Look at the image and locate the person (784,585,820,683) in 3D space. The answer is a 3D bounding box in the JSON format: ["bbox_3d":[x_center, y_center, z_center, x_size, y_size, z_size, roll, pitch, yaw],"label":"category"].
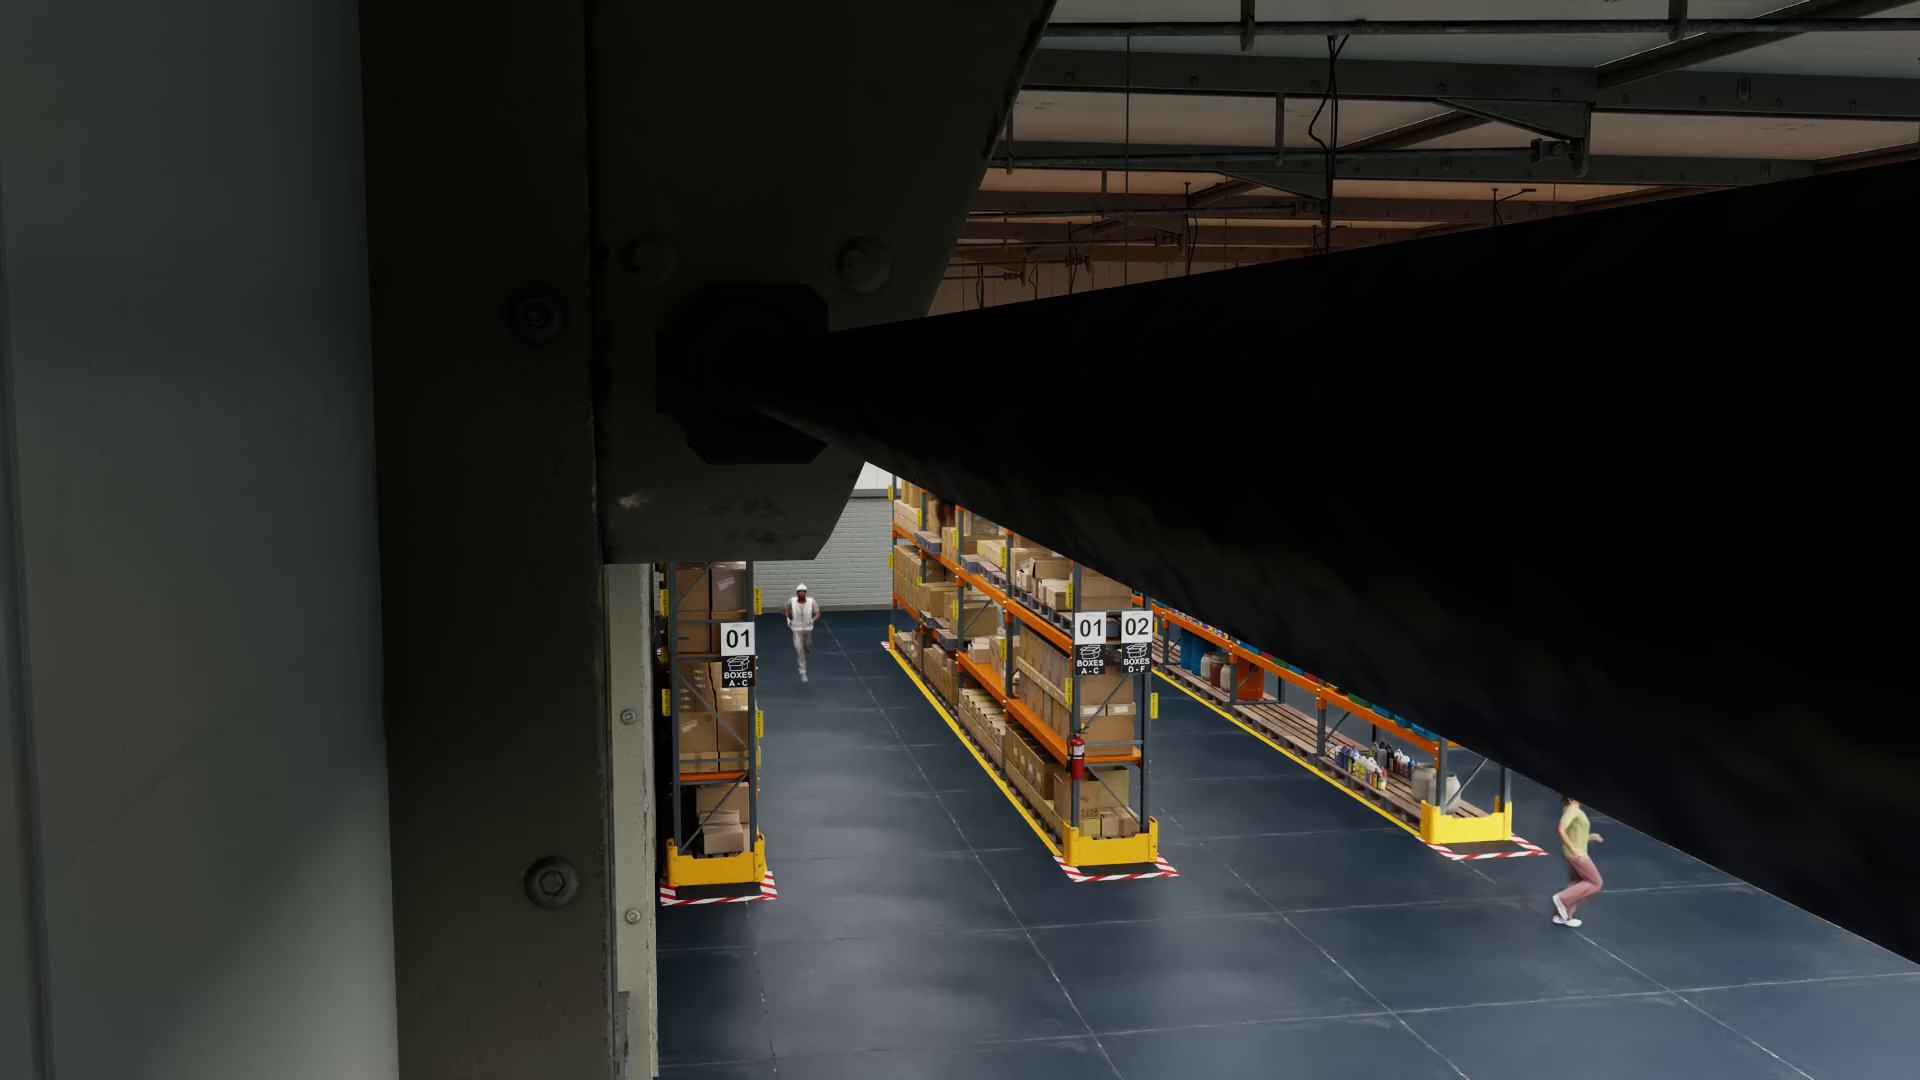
[{"bbox_3d":[-3.003,1.737,31.822,0.649,1.802,1.136,-2,6,-16],"label":"person"}]

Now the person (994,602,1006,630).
[{"bbox_3d":[0.922,1.521,36.478,0.609,1.684,0.942,-3,7,-27],"label":"person"}]

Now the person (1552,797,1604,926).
[{"bbox_3d":[6.918,3.515,18.588,0.523,1.631,0.572,2,6,14],"label":"person"}]
